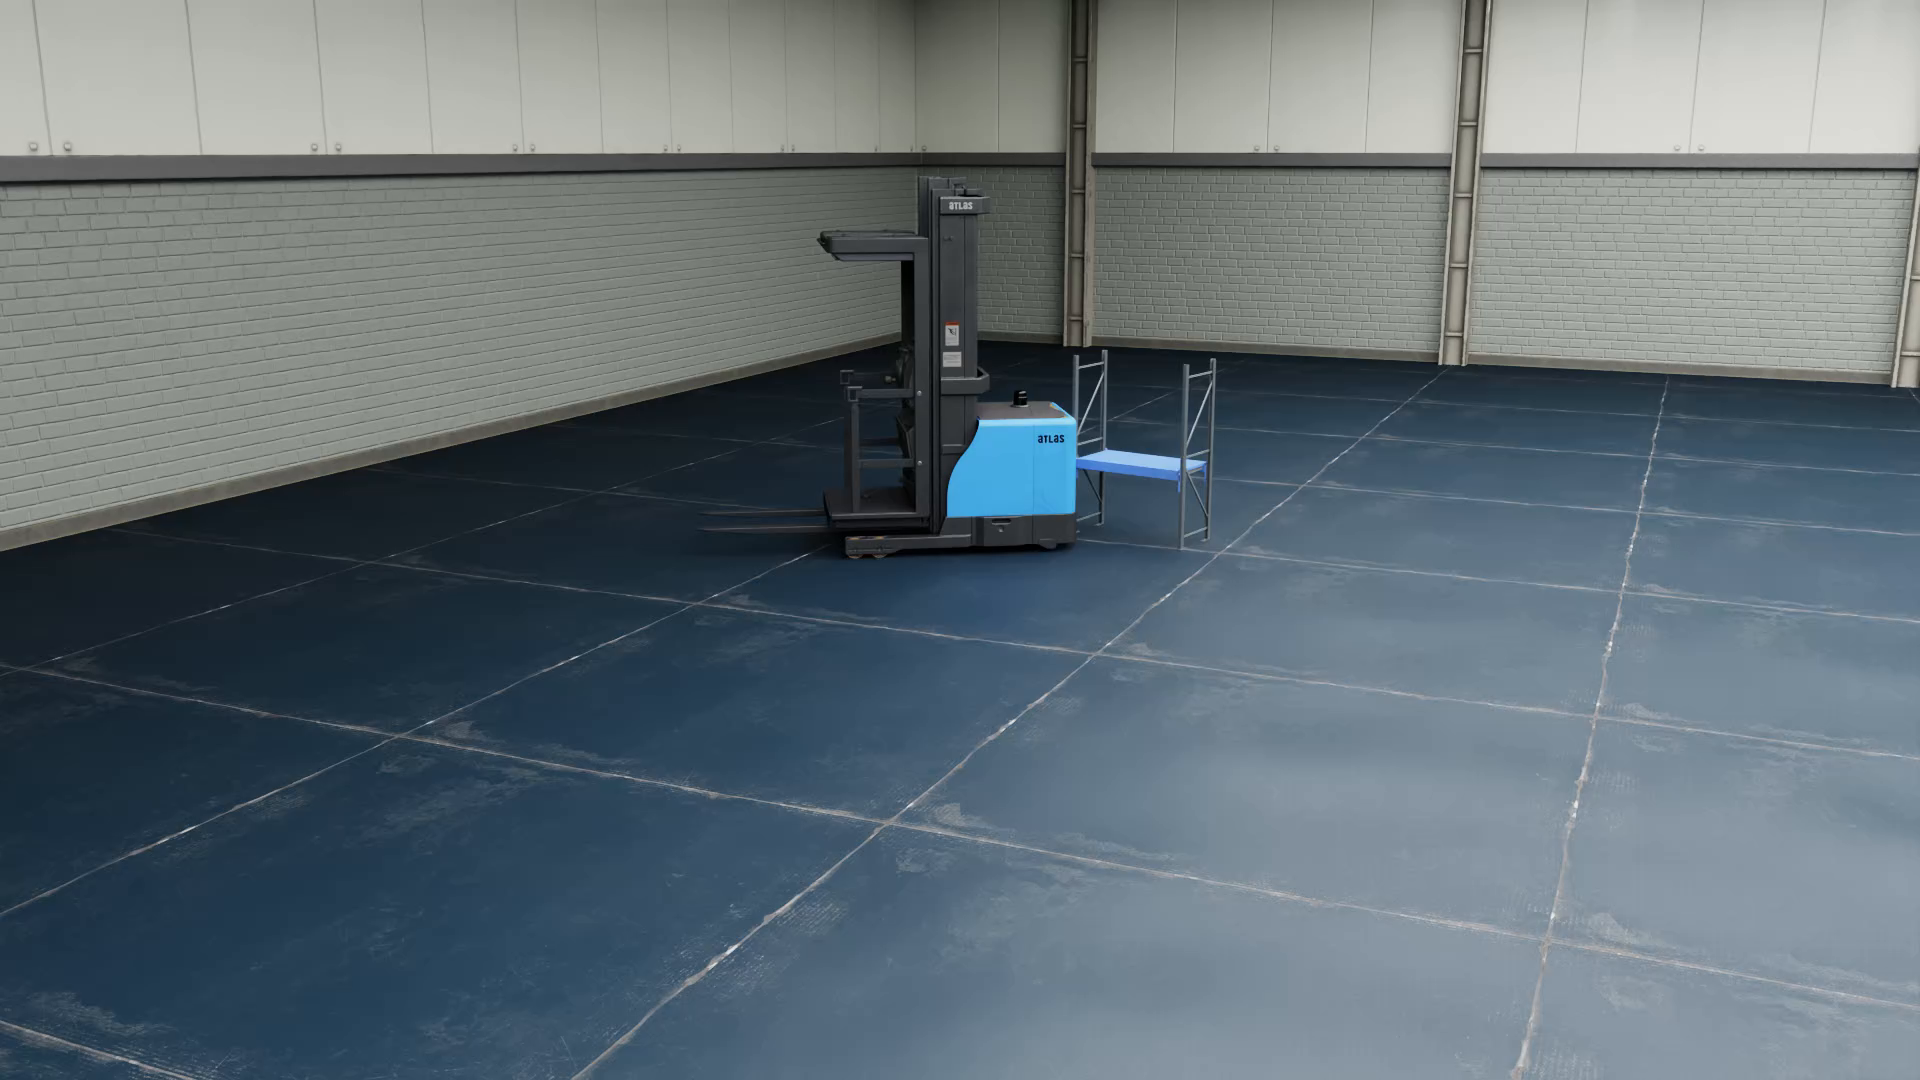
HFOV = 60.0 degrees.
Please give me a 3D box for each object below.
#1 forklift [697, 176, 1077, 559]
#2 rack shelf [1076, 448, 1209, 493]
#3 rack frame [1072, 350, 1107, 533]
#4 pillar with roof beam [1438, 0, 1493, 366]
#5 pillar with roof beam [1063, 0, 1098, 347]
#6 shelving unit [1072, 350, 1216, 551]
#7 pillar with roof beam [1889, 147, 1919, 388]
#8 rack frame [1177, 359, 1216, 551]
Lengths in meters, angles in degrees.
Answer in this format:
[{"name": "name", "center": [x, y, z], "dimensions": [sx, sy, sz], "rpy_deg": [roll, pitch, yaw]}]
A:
[{"name": "forklift", "center": [-0.617, -1.409, 13.342], "dimensions": [3.031, 2.935, 1.130], "rpy_deg": [-2, 13, -7]}, {"name": "rack shelf", "center": [1.498, -0.582, 13.740], "dimensions": [1.000, 0.185, 0.538], "rpy_deg": [9, 16, 35]}, {"name": "rack frame", "center": [1.085, -0.825, 13.987], "dimensions": [0.032, 1.500, 0.500], "rpy_deg": [9, 16, 35]}, {"name": "pillar with roof beam", "center": [5.680, -6.130, 20.182], "dimensions": [0.400, 9.000, 9.100], "rpy_deg": [6, 14, 23]}, {"name": "pillar with roof beam", "center": [0.194, -6.686, 22.548], "dimensions": [0.400, 9.000, 9.100], "rpy_deg": [6, 14, 23]}, {"name": "shelving unit", "center": [1.498, -0.757, 13.698], "dimensions": [1.048, 1.500, 0.538], "rpy_deg": [9, 16, 35]}, {"name": "pillar with roof beam", "center": [11.166, -5.575, 17.816], "dimensions": [0.400, 9.000, 9.100], "rpy_deg": [6, 14, 23]}, {"name": "rack frame", "center": [1.910, -0.689, 13.409], "dimensions": [0.032, 1.500, 0.500], "rpy_deg": [9, 16, 35]}]
